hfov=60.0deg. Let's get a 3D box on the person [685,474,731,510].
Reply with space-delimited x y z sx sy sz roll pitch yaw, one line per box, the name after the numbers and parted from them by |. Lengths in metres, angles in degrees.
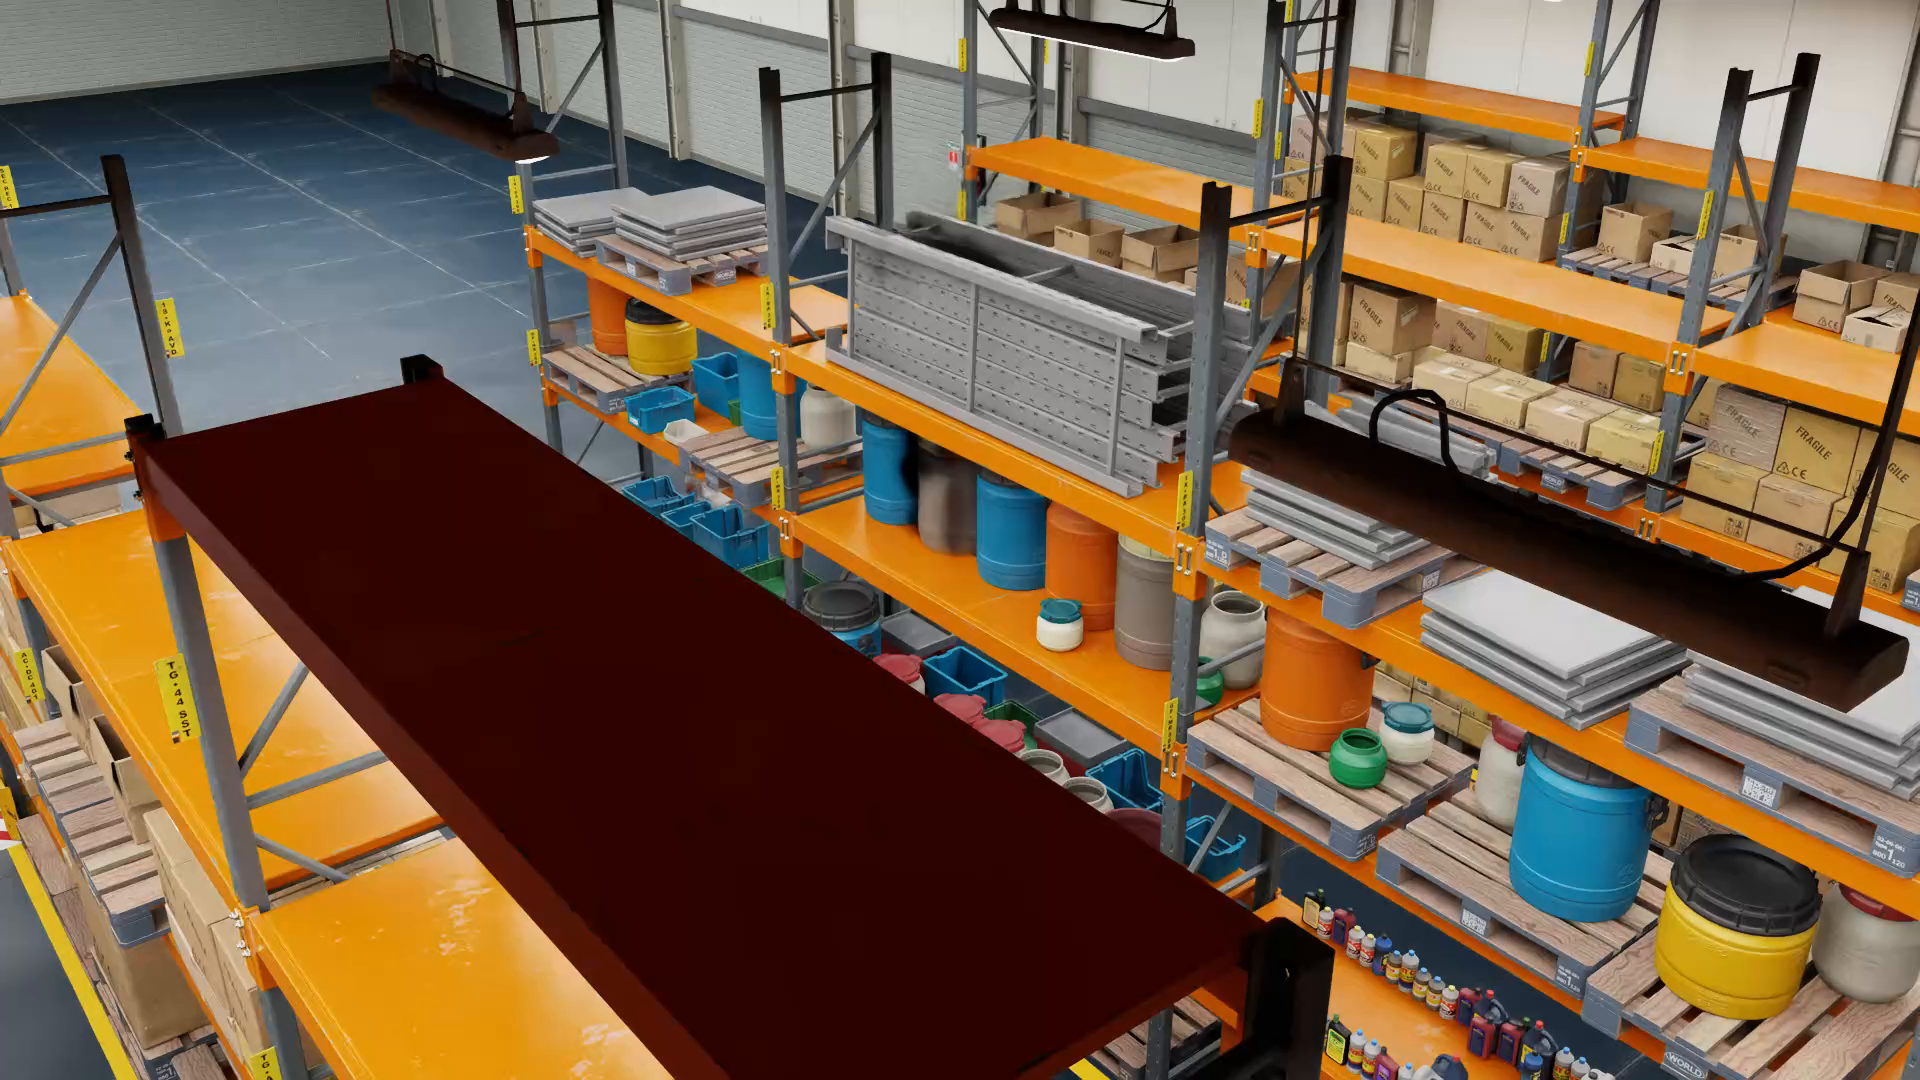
-2.502 -0.357 16.976 0.813 1.811 0.667 15 30 28 | person
